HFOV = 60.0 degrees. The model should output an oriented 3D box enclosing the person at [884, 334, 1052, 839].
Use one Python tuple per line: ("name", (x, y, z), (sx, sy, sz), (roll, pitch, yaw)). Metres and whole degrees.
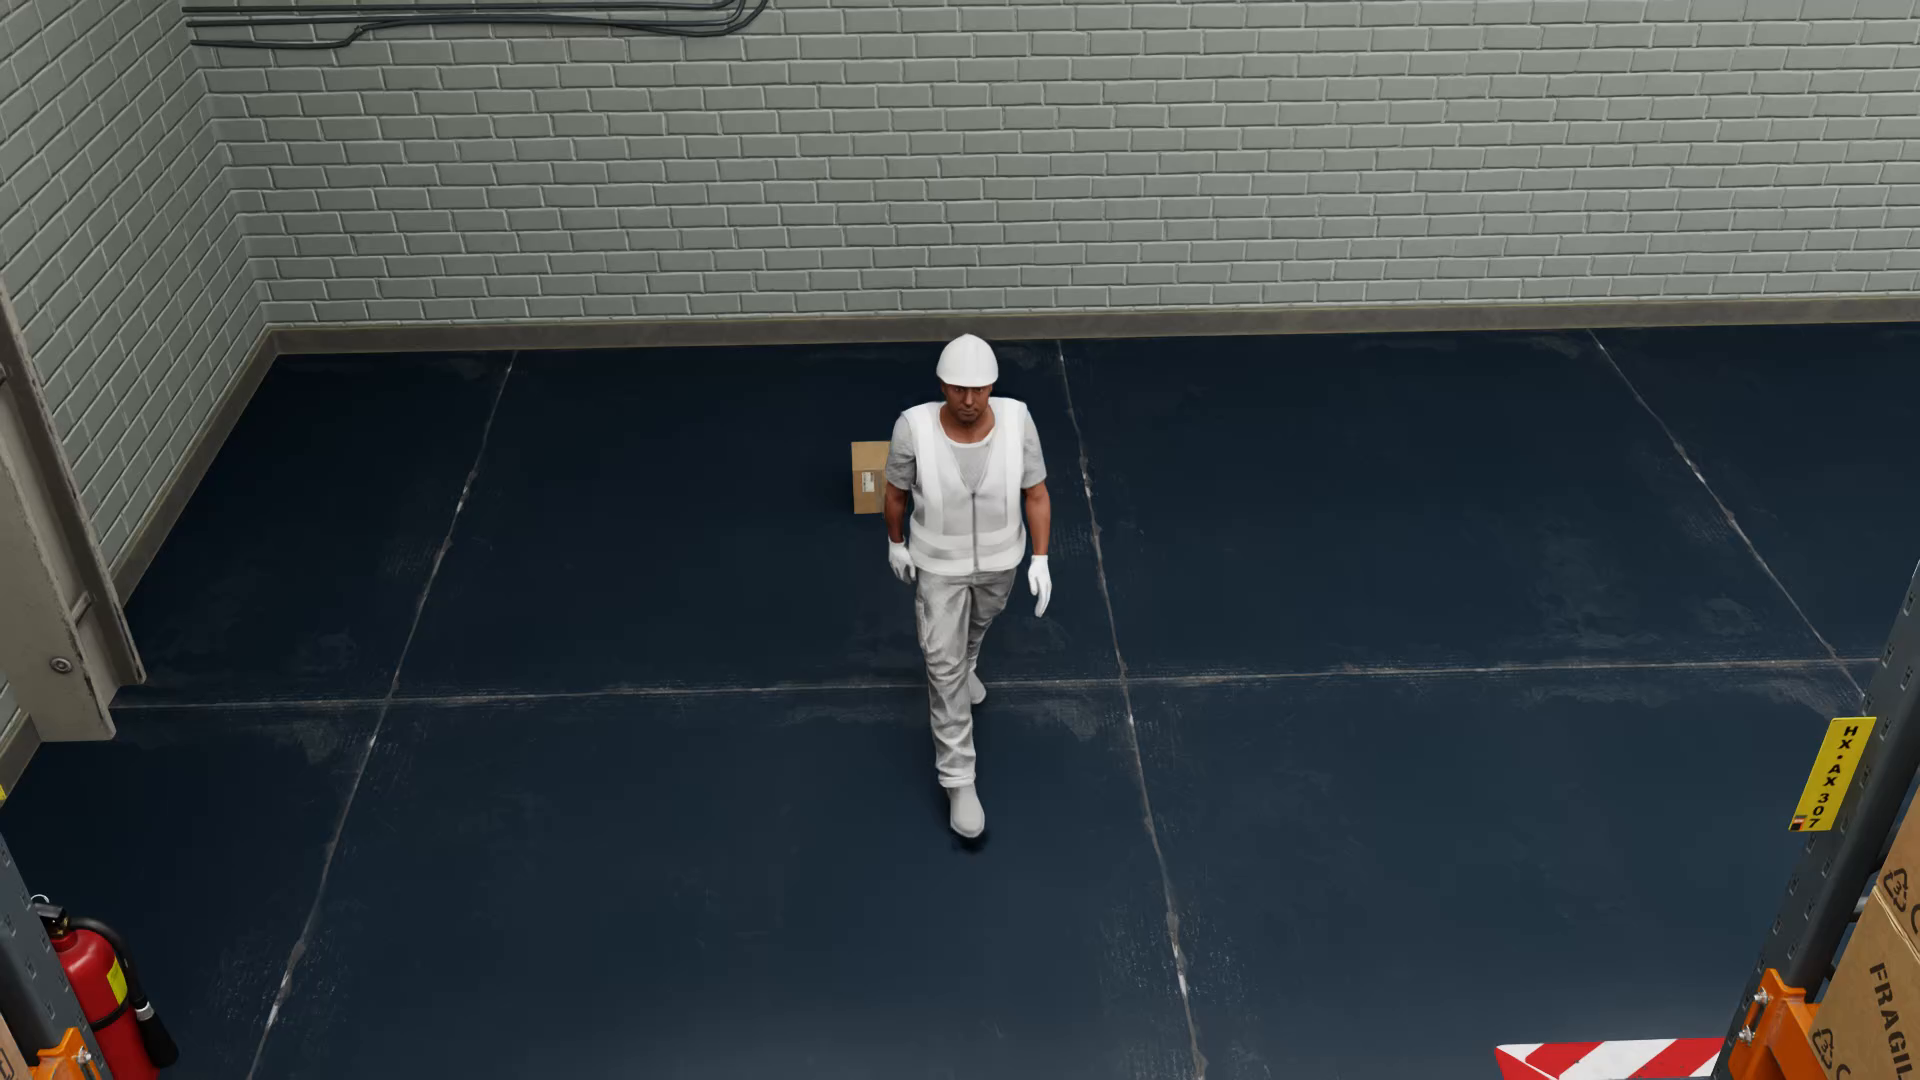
("person", (0.051, 0.091, 5.960), (0.564, 1.725, 1.016), (-8, 36, -11))
